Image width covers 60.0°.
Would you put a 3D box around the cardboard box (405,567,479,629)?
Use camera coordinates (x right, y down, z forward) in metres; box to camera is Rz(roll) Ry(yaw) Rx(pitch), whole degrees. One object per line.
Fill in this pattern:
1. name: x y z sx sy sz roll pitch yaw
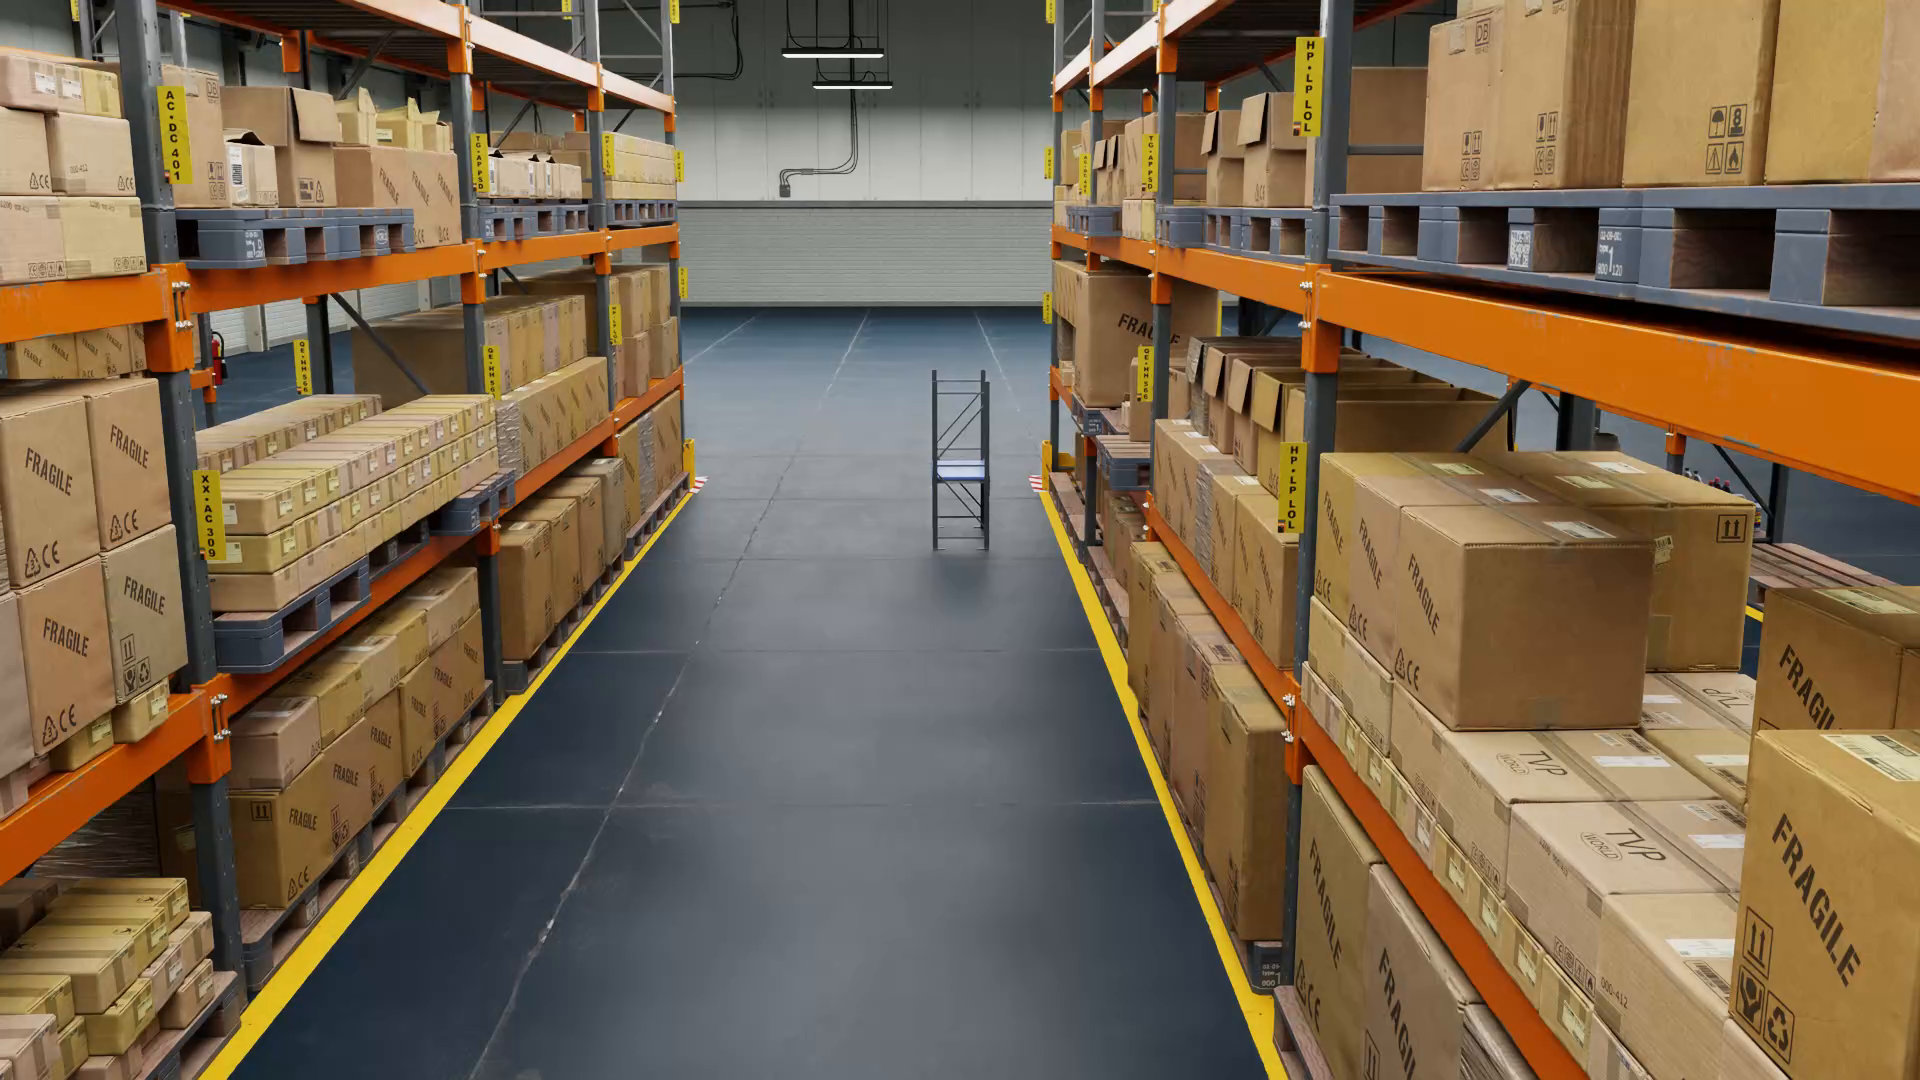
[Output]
1. cardboard box: -3.042 0.331 9.417 0.500 0.250 0.500 -1 11 -2

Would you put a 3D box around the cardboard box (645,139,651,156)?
1. cardboard box: -3.106 -3.669 15.566 0.380 0.149 0.250 0 11 -1

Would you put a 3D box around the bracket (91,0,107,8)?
1. bracket: -14.164 -8.850 27.188 0.235 0.232 0.430 0 11 -1

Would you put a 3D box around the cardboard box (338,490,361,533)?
1. cardboard box: -2.803 -0.123 7.140 0.380 0.149 0.250 -1 11 -4

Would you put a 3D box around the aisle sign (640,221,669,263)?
1. aisle sign: -3.185 -3.335 17.605 0.394 0.787 0.004 0 11 -1

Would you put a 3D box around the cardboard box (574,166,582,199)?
1. cardboard box: -3.227 -2.762 12.845 0.500 0.250 0.500 0 11 -1

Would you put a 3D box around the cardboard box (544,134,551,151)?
1. cardboard box: -3.737 -3.414 14.310 0.380 0.149 0.250 0 11 -1

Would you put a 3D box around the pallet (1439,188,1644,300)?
1. pallet: 1.754 -0.682 3.748 1.003 0.211 1.213 0 11 -1

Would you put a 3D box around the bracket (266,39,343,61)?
1. bracket: -14.359 -10.724 36.421 0.076 0.066 4.783 0 11 -1

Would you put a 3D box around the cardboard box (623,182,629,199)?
1. cardboard box: -3.080 -3.027 14.405 0.380 0.149 0.250 0 11 -1

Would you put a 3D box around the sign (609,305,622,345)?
1. sign: -2.859 -1.783 13.782 0.100 0.325 0.005 0 11 -1

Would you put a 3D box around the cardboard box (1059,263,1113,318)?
1. cardboard box: 1.231 -2.421 16.126 0.500 0.500 0.500 0 11 -1

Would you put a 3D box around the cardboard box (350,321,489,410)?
1. cardboard box: -3.318 -1.083 10.280 0.700 0.500 0.500 0 11 -1

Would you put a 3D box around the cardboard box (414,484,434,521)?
1. cardboard box: -2.827 -0.187 8.202 0.380 0.149 0.250 0 11 1

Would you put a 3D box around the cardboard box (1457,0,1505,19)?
1. cardboard box: 1.738 -1.615 4.675 0.500 0.250 0.500 -1 12 -5

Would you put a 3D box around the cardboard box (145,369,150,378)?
1. cardboard box: -8.073 -1.656 16.502 0.380 0.149 0.250 0 11 0

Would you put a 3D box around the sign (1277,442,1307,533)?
1. sign: 1.183 -0.185 5.904 0.100 0.325 0.005 0 11 -1

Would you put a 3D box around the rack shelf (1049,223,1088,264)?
1. rack shelf: 1.519 -2.766 15.603 1.077 0.370 4.000 0 11 -1

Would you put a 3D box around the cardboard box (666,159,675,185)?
1. cardboard box: -3.194 -3.746 16.949 0.500 0.250 0.500 0 11 0

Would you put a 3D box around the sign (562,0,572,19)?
1. sign: -4.039 -5.520 17.078 0.100 0.325 0.005 0 11 -1

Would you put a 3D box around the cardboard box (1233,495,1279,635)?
1. cardboard box: 1.439 0.100 6.959 0.500 0.500 0.500 0 11 1

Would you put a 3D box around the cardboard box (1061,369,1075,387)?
1. cardboard box: 1.179 -1.566 16.058 0.380 0.149 0.250 0 11 -1

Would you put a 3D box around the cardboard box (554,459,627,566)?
1. cardboard box: -3.298 -0.231 13.444 1.050 0.750 0.750 0 11 -1

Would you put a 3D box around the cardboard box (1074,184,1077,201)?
1. cardboard box: 1.232 -3.168 15.151 0.380 0.149 0.250 0 11 2

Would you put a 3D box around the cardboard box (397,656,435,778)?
1. cardboard box: -3.009 0.902 8.490 0.500 0.500 0.500 -1 11 -4

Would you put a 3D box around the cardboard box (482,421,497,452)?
1. cardboard box: -2.853 -0.587 9.428 0.380 0.149 0.250 0 11 0

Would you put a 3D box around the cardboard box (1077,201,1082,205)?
1. cardboard box: 1.289 -2.841 14.540 0.500 0.250 0.500 0 11 0

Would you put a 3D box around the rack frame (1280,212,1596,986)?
1. rack frame: 1.725 0.340 6.031 1.000 3.000 0.127 0 11 -1

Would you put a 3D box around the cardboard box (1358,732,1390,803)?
1. cardboard box: 1.417 0.680 4.987 0.380 0.149 0.250 -1 11 -3

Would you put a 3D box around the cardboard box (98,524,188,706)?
1. cardboard box: -2.943 0.240 5.522 0.500 0.500 0.500 0 11 -1

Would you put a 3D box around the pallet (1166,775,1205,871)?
1. pallet: 1.606 1.310 8.261 1.003 0.211 1.213 0 11 -1

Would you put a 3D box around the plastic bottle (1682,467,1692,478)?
1. plastic bottle: 6.894 -0.509 15.773 0.144 0.351 0.185 0 11 1

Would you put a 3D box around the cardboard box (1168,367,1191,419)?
1. cardboard box: 1.591 -0.817 10.427 0.500 0.500 0.500 -2 12 -8

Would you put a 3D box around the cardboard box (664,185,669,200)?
1. cardboard box: -3.128 -3.481 16.645 0.380 0.149 0.250 0 11 0

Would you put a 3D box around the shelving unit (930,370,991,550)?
1. shelving unit: -0.002 -0.752 15.184 0.538 1.500 1.048 0 11 -1

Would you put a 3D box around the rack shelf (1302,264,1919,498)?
1. rack shelf: 1.767 -0.380 3.845 1.077 0.370 4.000 0 11 -1

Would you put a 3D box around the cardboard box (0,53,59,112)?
1. cardboard box: -2.893 -1.335 4.859 0.380 0.149 0.250 0 11 -1

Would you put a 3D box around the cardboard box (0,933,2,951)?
1. cardboard box: -3.489 1.364 5.600 0.380 0.149 0.250 0 11 2

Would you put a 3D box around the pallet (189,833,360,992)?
1. pallet: -3.253 1.552 7.070 1.003 0.211 1.213 0 11 -1

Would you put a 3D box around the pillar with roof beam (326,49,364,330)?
1. pillar with roof beam: -10.472 -9.570 39.790 9.100 9.000 0.548 0 11 -1

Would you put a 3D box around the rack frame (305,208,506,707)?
1. rack frame: -3.318 -0.455 9.949 1.000 3.000 0.127 0 11 -1

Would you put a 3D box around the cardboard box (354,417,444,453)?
1. cardboard box: -2.833 -0.531 8.402 0.380 0.149 0.250 0 11 -1

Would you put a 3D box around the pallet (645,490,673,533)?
1. pallet: -3.367 -0.278 16.091 1.003 0.211 1.213 0 11 -1

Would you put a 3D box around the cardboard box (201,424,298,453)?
1. cardboard box: -3.474 -0.475 8.129 0.380 0.149 0.250 0 11 1

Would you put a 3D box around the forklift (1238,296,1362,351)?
1. forklift: 3.024 -1.377 14.666 1.130 2.935 3.031 0 11 1

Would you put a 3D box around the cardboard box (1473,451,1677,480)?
1. cardboard box: 2.002 -0.010 5.497 0.500 0.500 0.500 0 11 0

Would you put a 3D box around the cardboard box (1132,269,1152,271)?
1. cardboard box: 1.793 -2.125 14.667 0.500 0.500 0.500 0 11 -1

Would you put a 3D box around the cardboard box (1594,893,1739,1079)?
1. cardboard box: 1.523 0.866 3.064 0.500 0.250 0.500 0 11 -2

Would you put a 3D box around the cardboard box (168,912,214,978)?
1. cardboard box: -2.911 1.447 5.940 0.380 0.149 0.250 0 11 0

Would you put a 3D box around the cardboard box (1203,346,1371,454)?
1. cardboard box: 1.652 -0.721 8.486 0.797 0.503 0.637 0 11 0

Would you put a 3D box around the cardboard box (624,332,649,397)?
1. cardboard box: -3.348 -1.614 15.285 0.875 0.550 0.550 0 11 -1

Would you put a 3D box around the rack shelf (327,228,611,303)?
1. rack shelf: -3.360 -1.970 11.682 1.077 0.370 4.000 0 11 -1

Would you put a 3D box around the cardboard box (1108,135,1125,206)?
1. cardboard box: 1.491 -2.696 12.134 0.797 0.503 0.637 0 11 1

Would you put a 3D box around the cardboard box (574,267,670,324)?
1. cardboard box: -3.411 -2.465 16.764 0.875 0.550 0.550 0 11 -1

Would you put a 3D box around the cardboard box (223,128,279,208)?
1. cardboard box: -3.044 -1.468 6.565 0.500 0.311 0.500 0 11 -2

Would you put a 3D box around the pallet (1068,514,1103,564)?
1. pallet: 1.511 -0.017 14.805 1.003 0.211 1.213 0 11 -1
